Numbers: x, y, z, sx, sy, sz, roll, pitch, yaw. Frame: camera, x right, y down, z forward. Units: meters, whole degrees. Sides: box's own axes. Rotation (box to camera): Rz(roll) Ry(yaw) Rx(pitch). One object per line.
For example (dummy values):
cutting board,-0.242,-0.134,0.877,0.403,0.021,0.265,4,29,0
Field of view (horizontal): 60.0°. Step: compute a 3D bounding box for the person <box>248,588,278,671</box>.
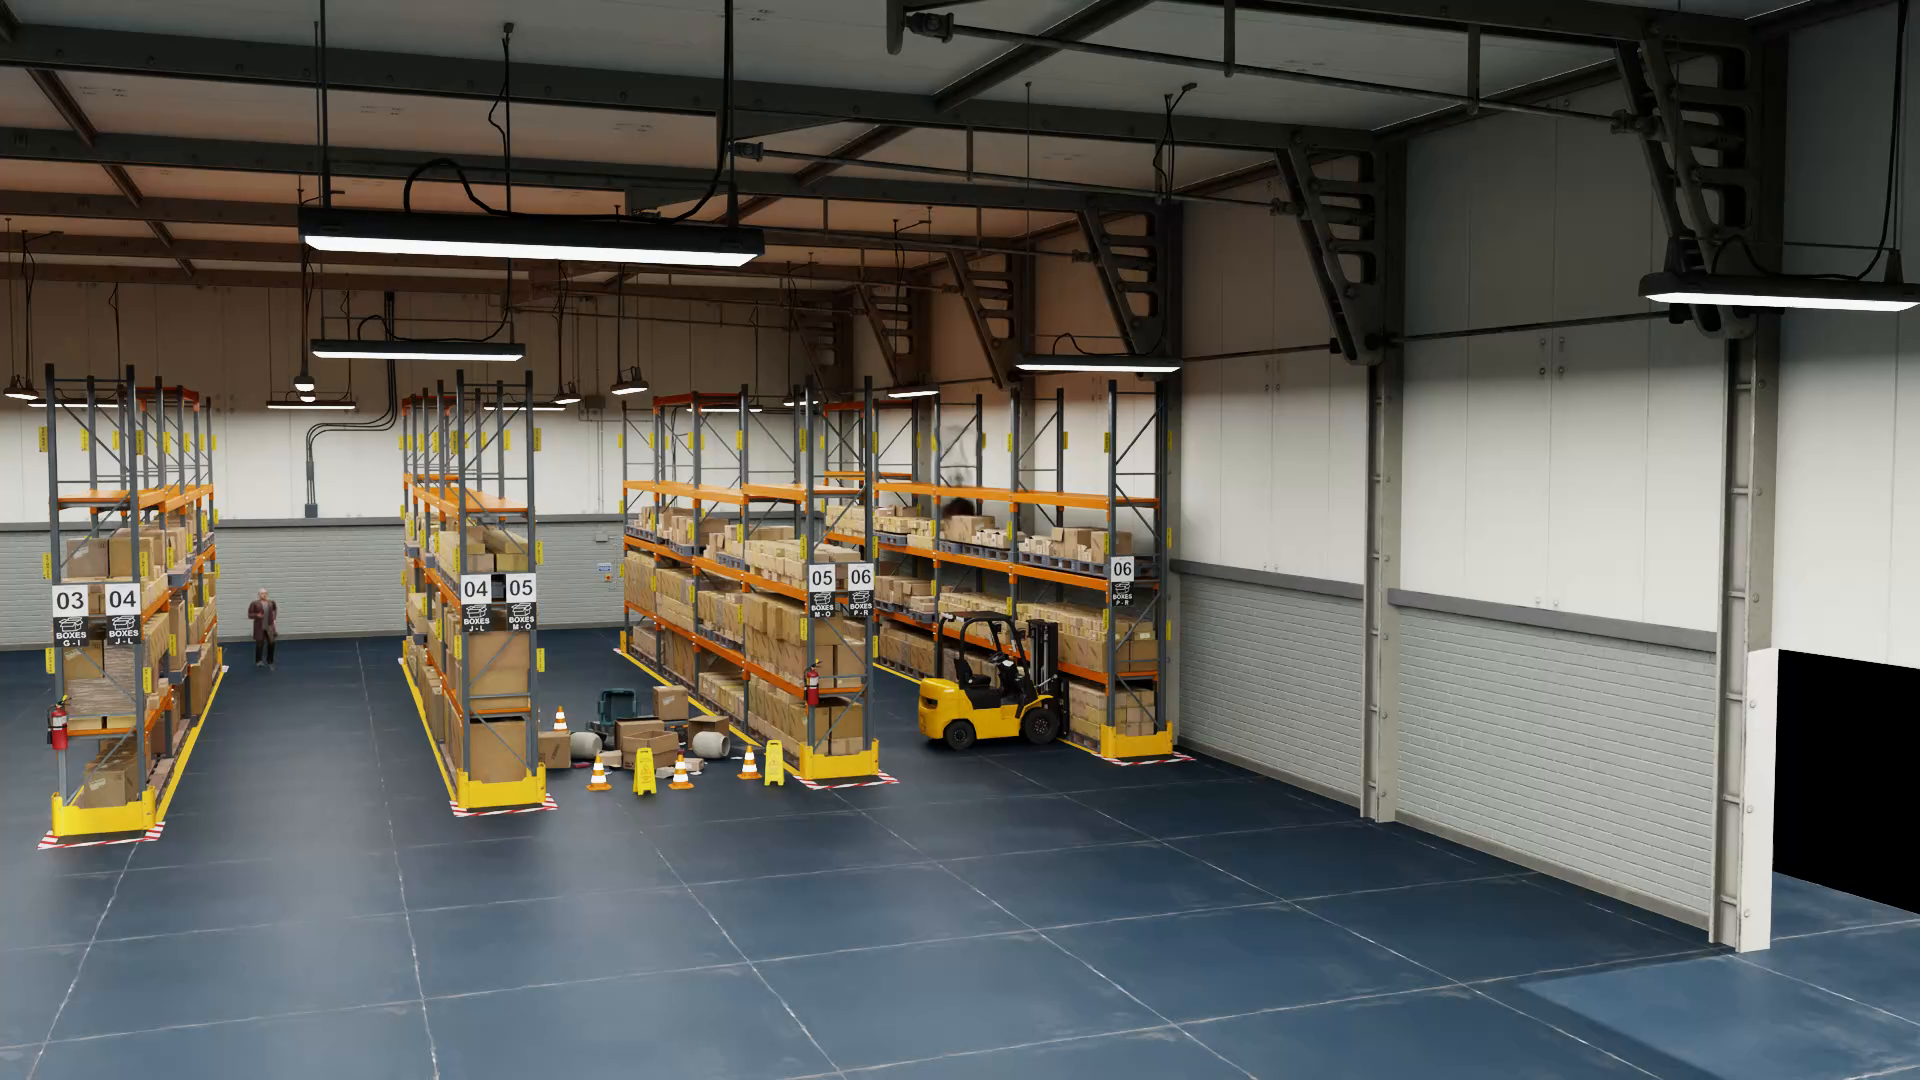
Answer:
person,-15.343,1.981,36.640,0.649,1.835,0.892,-2,4,-33
